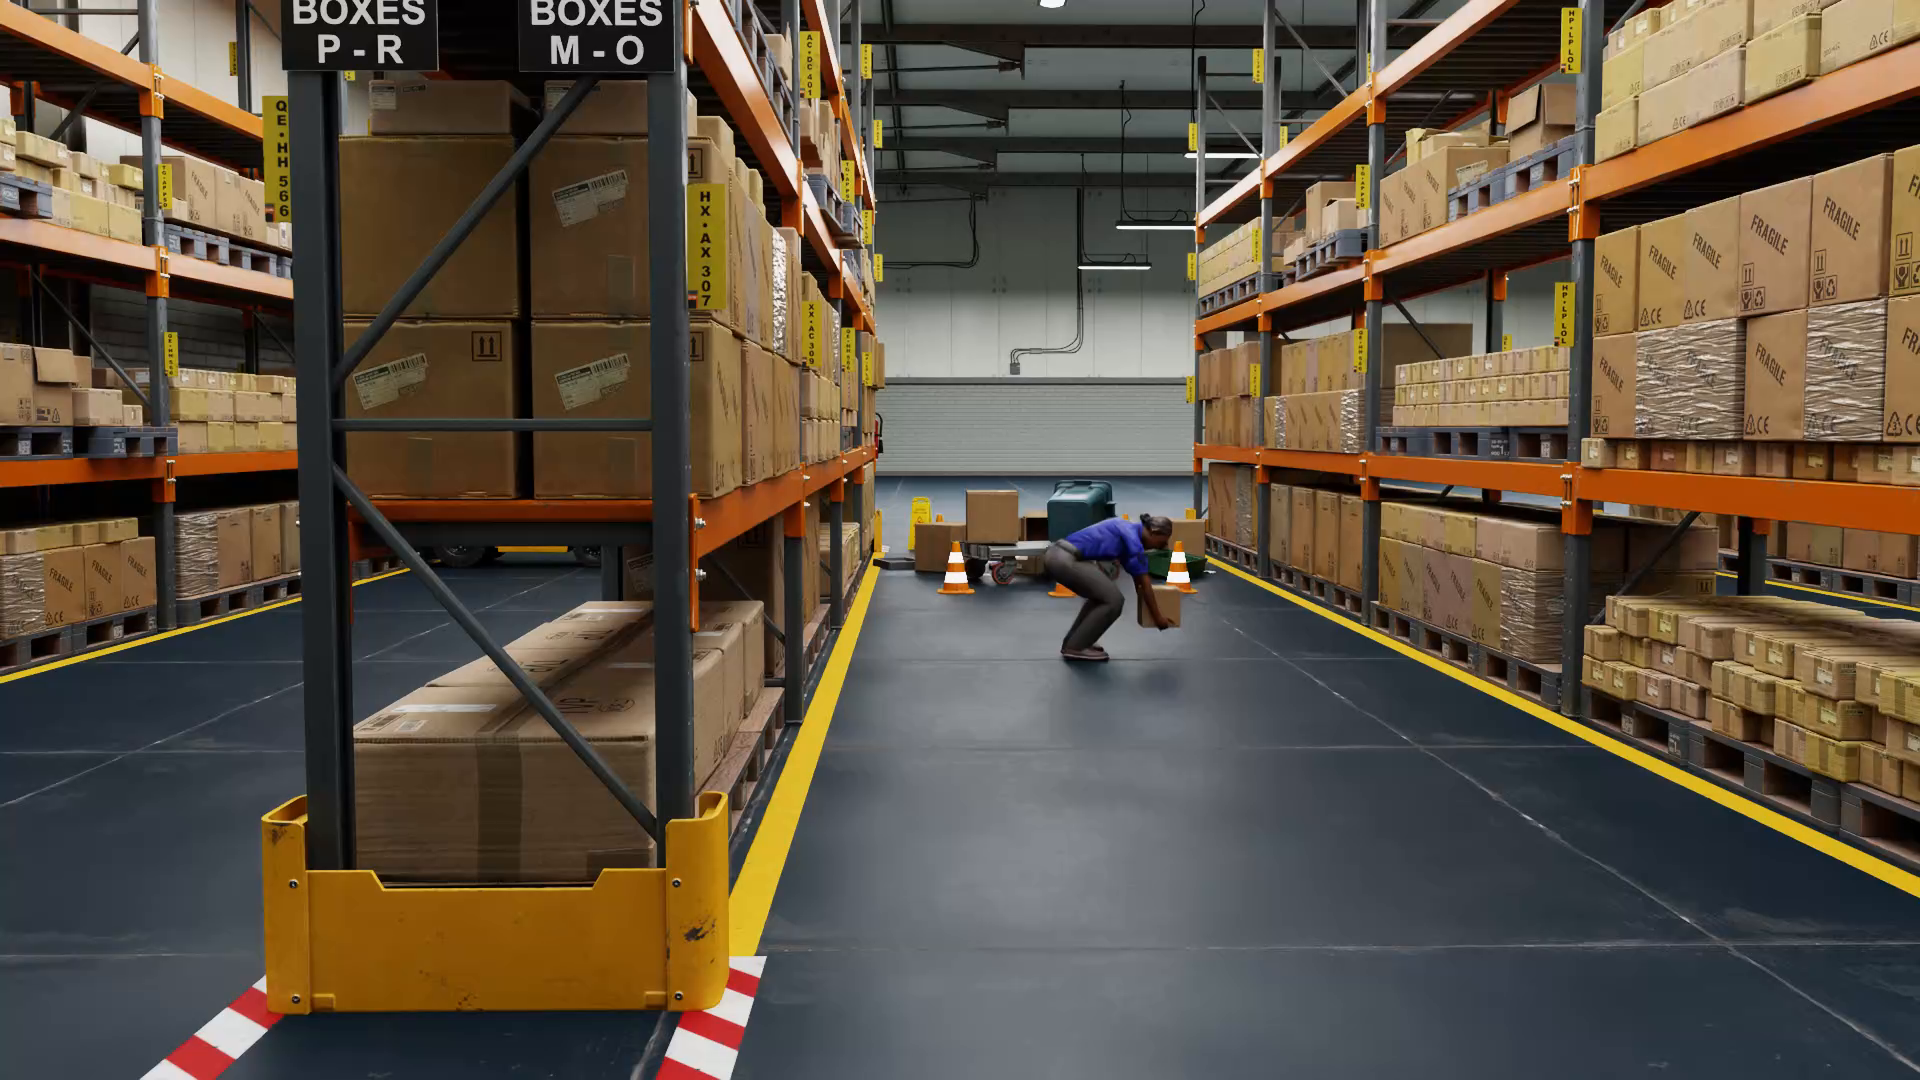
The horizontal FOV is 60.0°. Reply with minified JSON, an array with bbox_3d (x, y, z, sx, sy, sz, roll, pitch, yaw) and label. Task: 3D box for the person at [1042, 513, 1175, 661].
[{"bbox_3d":[0.969,0.300,10.880,0.857,0.951,0.470,0,4,-4],"label":"person"}]
